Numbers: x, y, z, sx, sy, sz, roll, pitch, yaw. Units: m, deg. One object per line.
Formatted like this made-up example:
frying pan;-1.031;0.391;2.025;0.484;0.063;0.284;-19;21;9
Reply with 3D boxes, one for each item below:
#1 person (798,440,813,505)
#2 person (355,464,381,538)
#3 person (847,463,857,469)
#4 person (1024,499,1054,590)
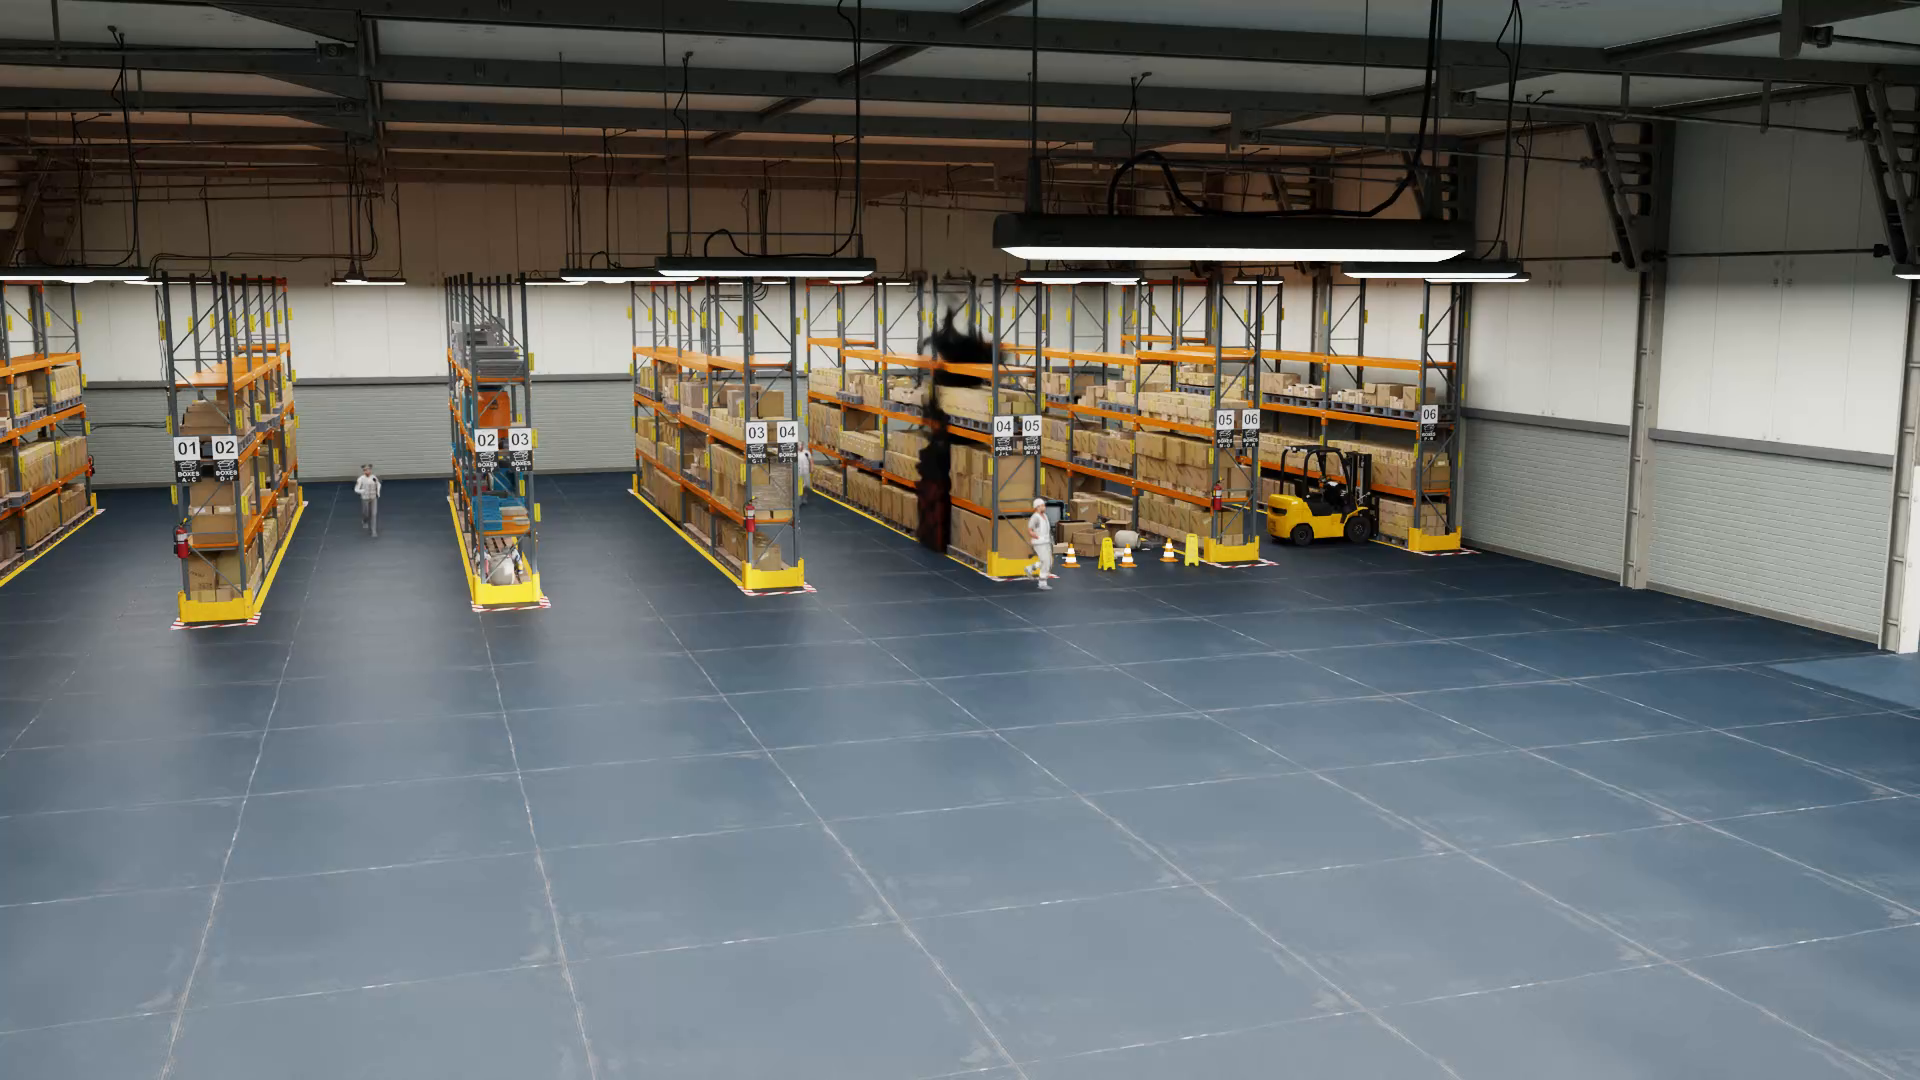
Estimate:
person;-4.187;-1.788;44.118;0.675;1.740;0.612;-2;9;-14
person;-13.739;-0.939;38.667;0.616;1.693;0.901;-5;10;-30
person;-3.233;-2.571;49.959;0.460;1.554;0.816;5;10;31
person;1.486;0.074;31.823;0.650;1.746;0.679;5;10;28
